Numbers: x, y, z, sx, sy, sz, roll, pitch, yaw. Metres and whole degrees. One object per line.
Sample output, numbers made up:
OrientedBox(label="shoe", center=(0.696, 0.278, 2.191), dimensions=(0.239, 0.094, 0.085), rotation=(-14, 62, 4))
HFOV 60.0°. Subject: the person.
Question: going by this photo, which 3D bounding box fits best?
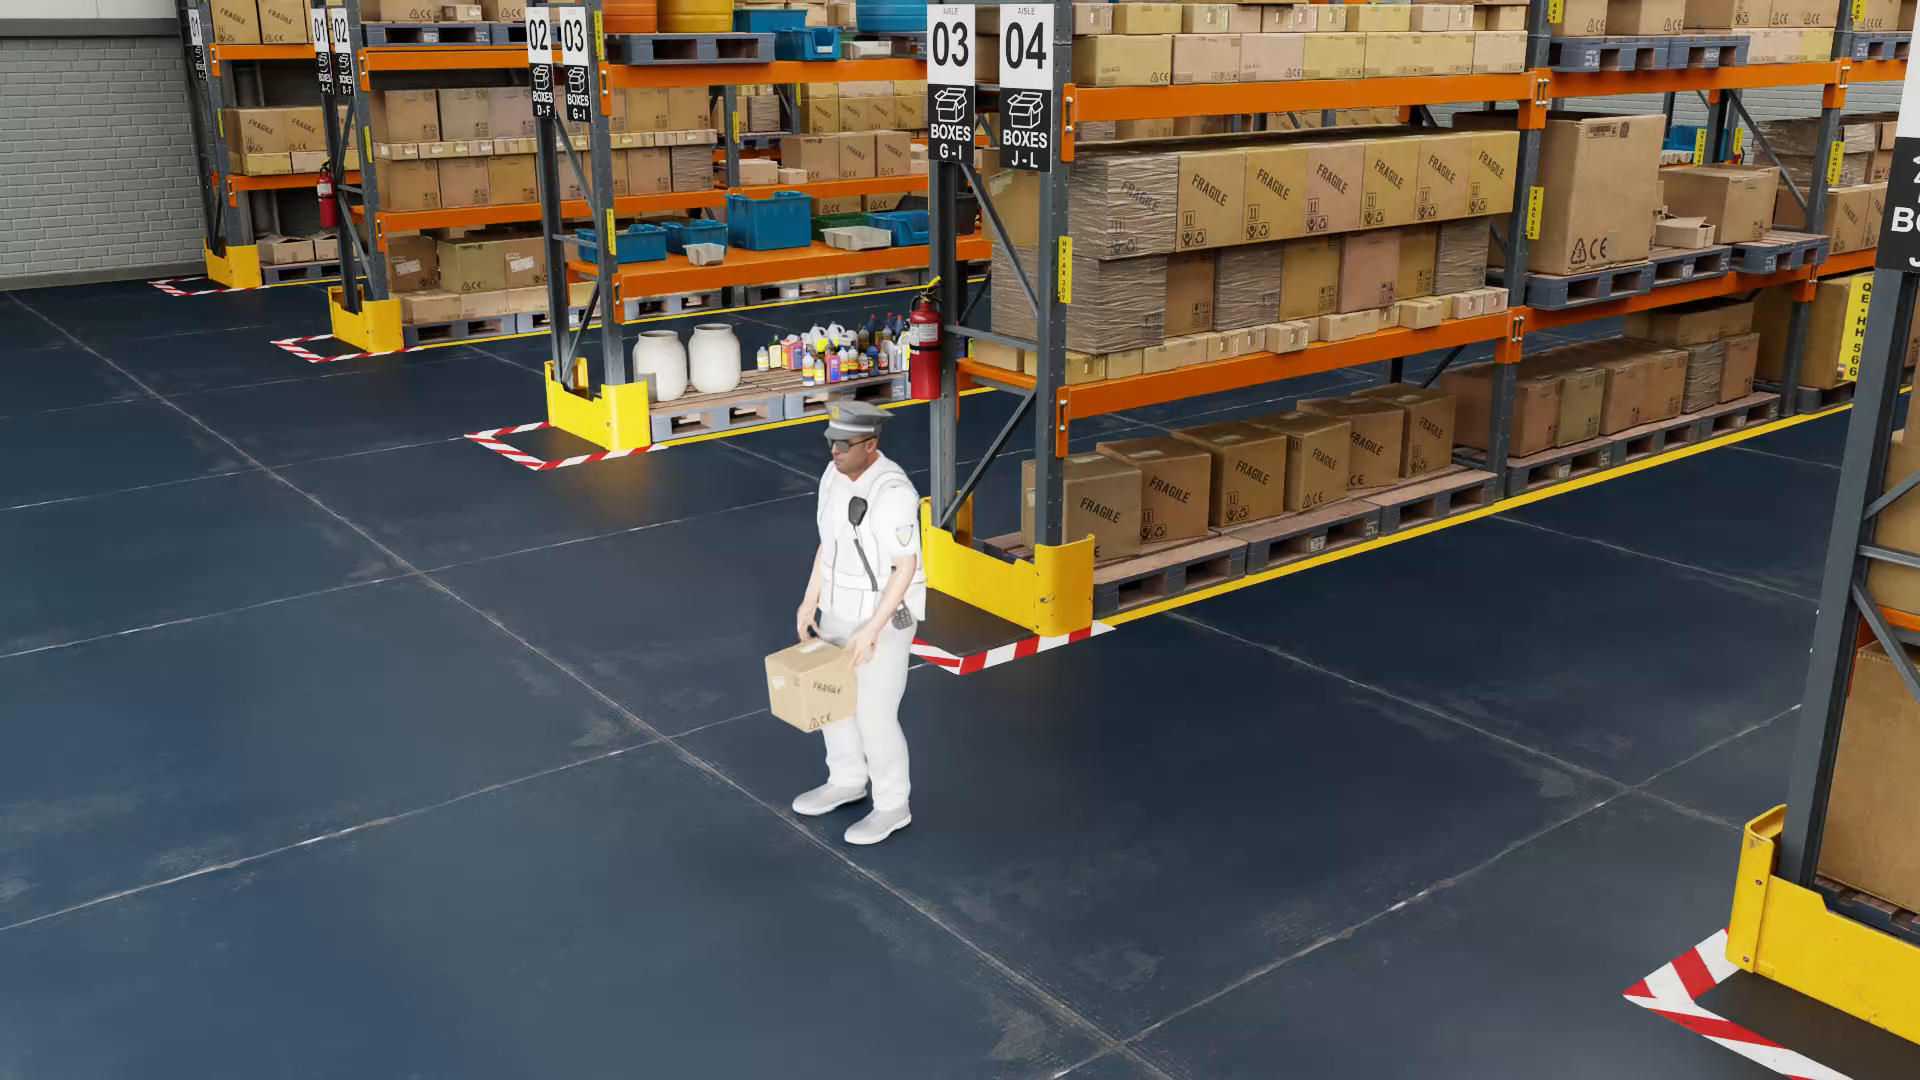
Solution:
OrientedBox(label="person", center=(-0.378, 0.299, 6.572), dimensions=(0.434, 1.761, 0.551), rotation=(-14, 22, -37))
